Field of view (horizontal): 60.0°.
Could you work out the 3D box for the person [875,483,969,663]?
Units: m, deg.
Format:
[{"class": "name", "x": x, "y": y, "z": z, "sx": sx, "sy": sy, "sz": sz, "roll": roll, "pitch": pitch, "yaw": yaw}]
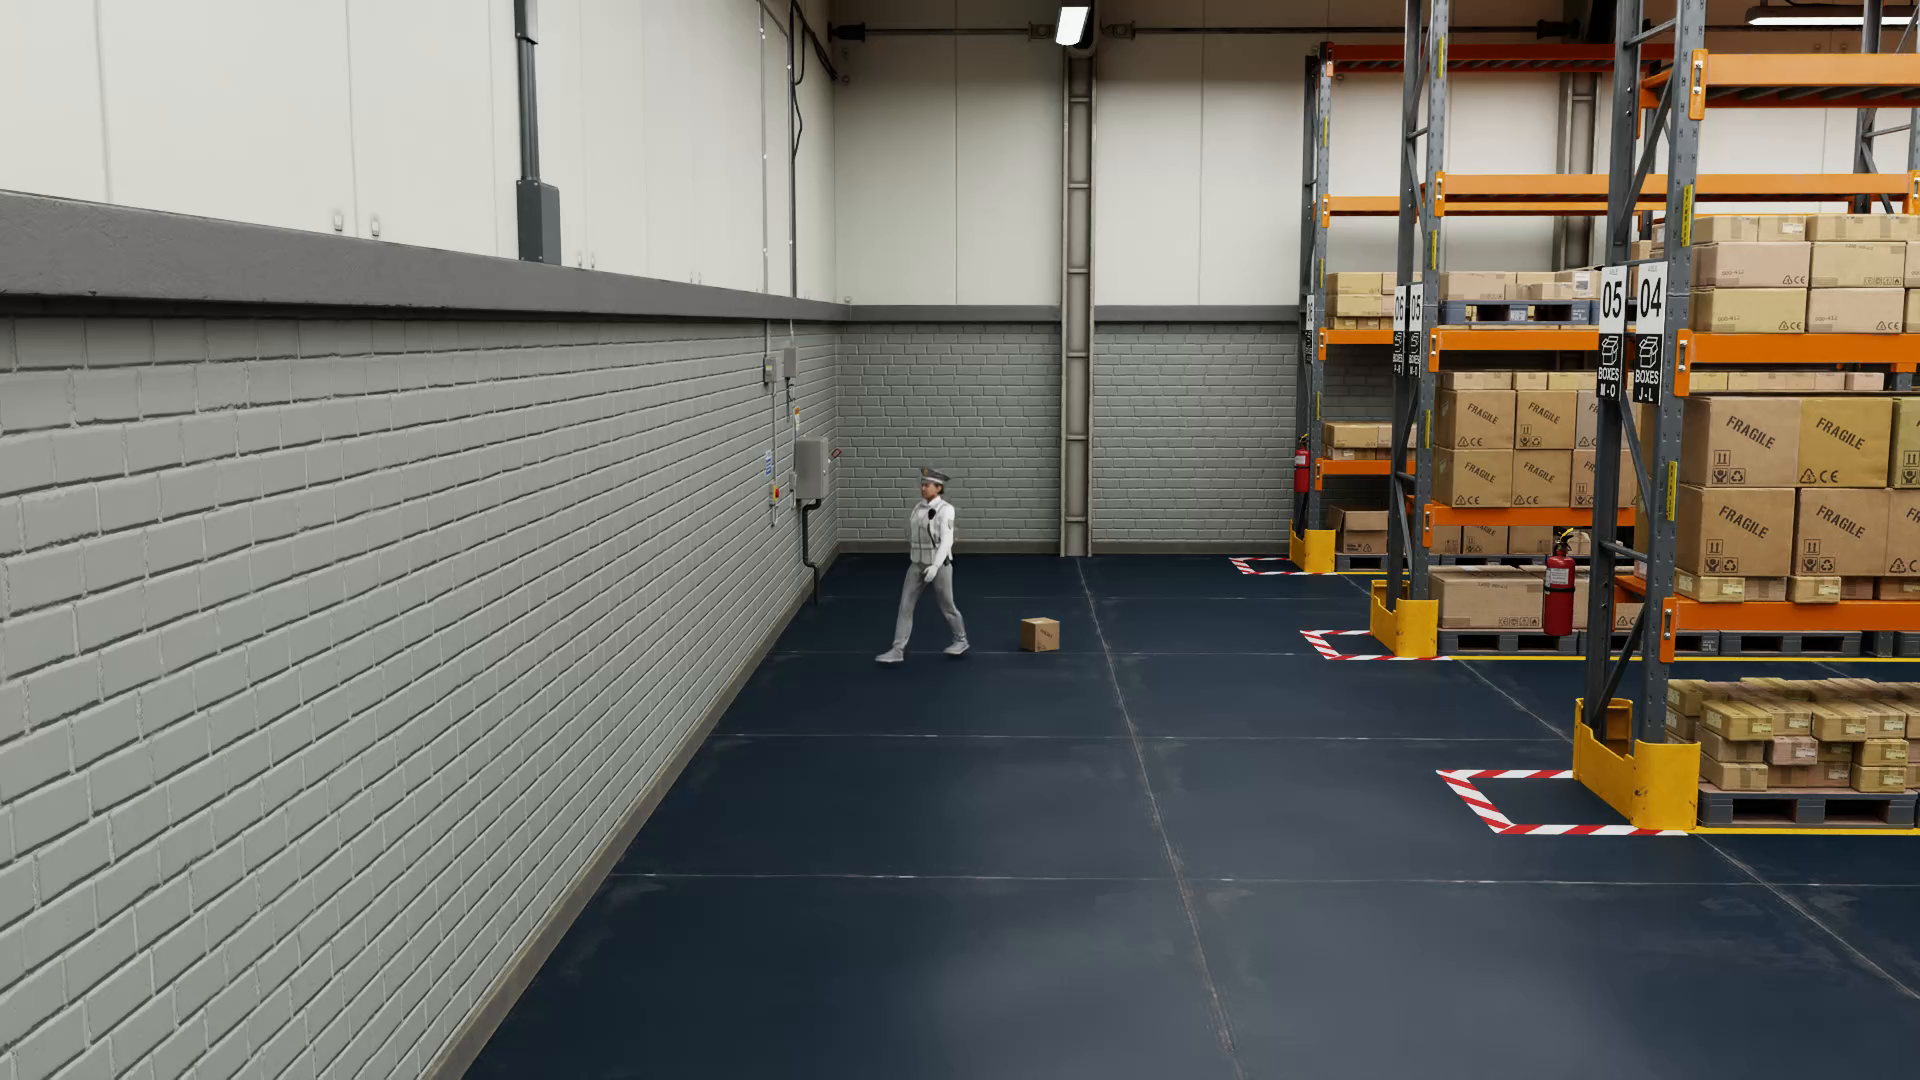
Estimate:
[{"class": "person", "x": -0.280, "y": 0.223, "z": 14.007, "sx": 0.502, "sy": 1.594, "sz": 0.961, "roll": 6, "pitch": 10, "yaw": 40}]
